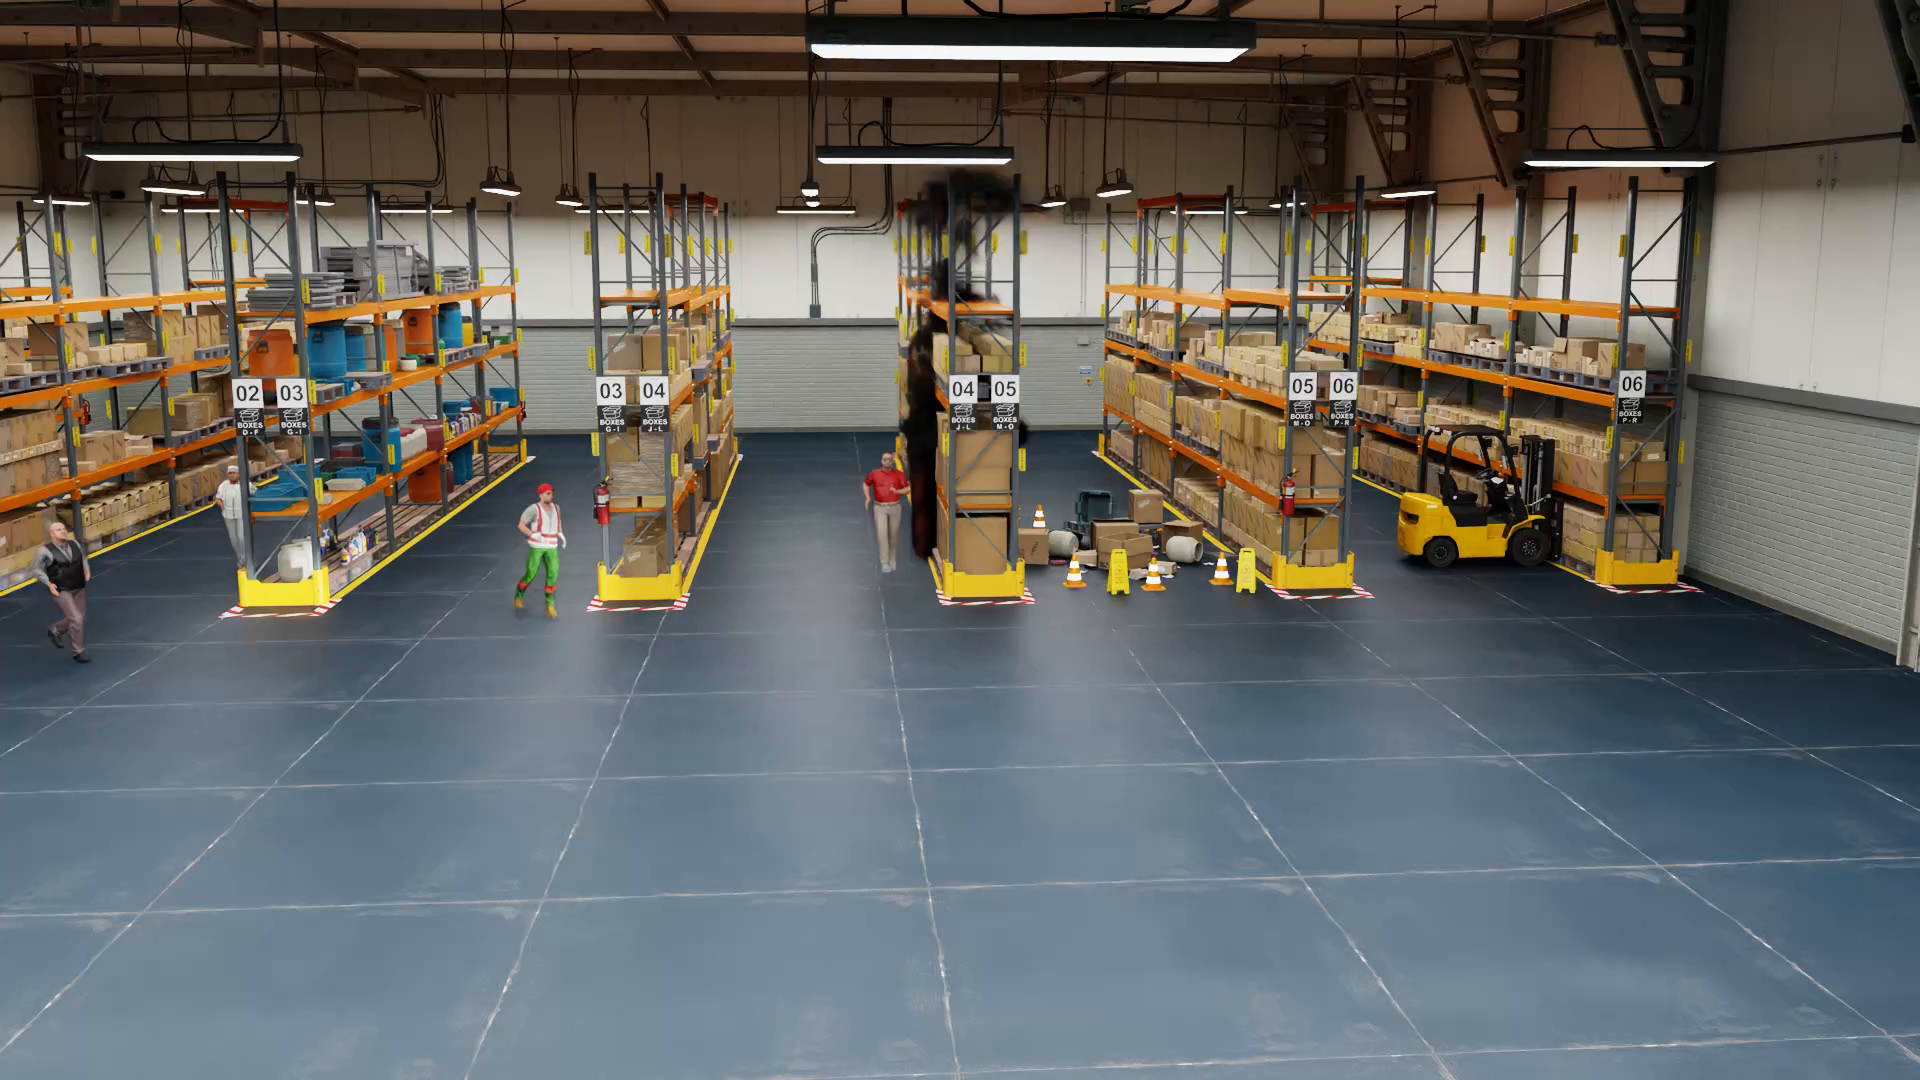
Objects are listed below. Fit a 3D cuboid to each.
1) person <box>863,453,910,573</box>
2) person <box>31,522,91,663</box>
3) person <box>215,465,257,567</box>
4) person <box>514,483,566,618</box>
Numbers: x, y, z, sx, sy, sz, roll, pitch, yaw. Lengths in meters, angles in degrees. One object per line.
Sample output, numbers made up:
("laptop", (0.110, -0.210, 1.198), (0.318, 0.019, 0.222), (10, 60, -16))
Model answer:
("person", (-1.062, -0.381, 24.341), (0.671, 1.773, 0.895), (-1, 10, -8))
("person", (-10.936, 0.626, 20.320), (0.764, 1.718, 0.657), (5, 11, 27))
("person", (-11.239, -0.319, 25.852), (0.597, 1.698, 0.695), (-1, 10, -7))
("person", (-5.719, 0.113, 22.914), (0.721, 1.784, 0.930), (-8, 13, -39))
